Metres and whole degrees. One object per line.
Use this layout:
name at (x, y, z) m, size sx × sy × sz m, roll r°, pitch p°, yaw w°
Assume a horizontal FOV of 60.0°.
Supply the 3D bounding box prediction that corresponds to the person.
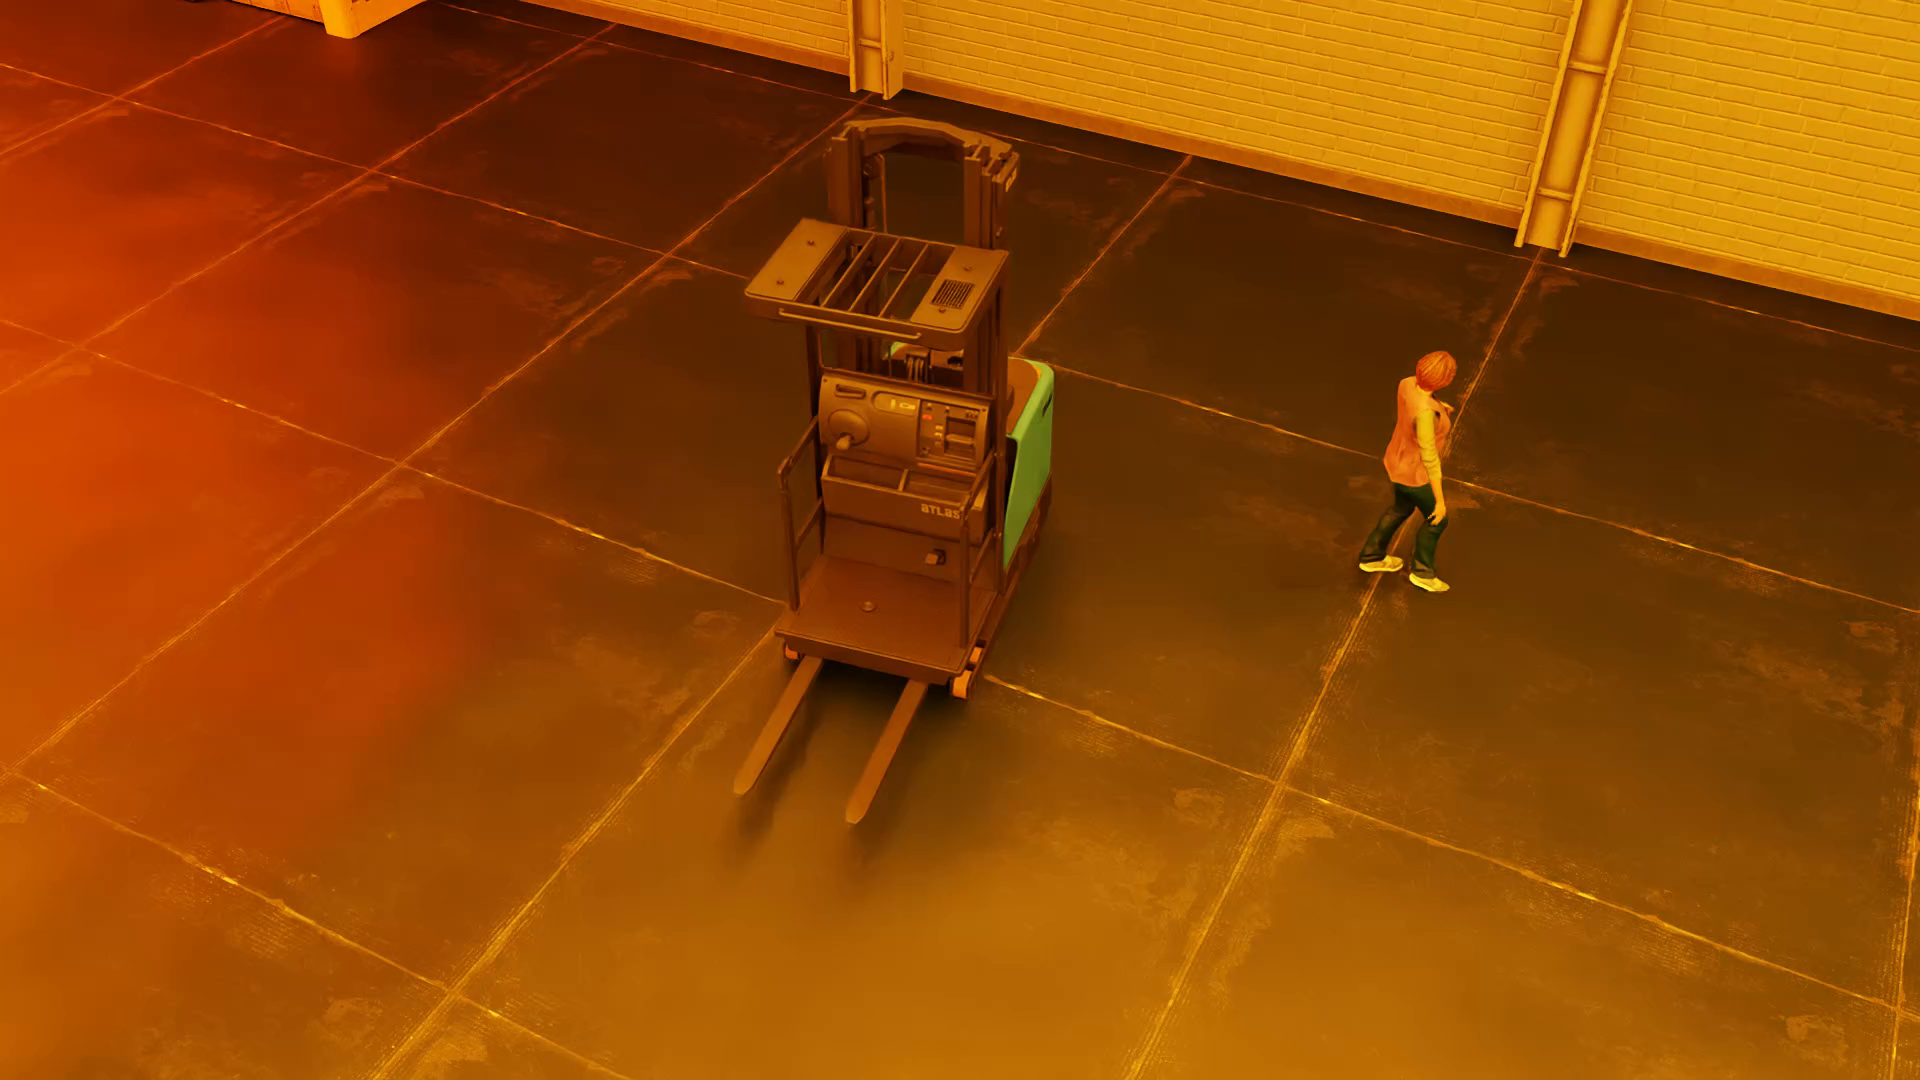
person at (2.659, -0.379, 9.524) m, size 0.529 × 1.616 × 0.835 m, roll -1°, pitch 40°, yaw -2°

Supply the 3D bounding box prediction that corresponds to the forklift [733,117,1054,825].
forklift at (-0.366, -0.535, 8.622) m, size 1.130 × 2.935 × 3.031 m, roll 12°, pitch 42°, yaw 14°
